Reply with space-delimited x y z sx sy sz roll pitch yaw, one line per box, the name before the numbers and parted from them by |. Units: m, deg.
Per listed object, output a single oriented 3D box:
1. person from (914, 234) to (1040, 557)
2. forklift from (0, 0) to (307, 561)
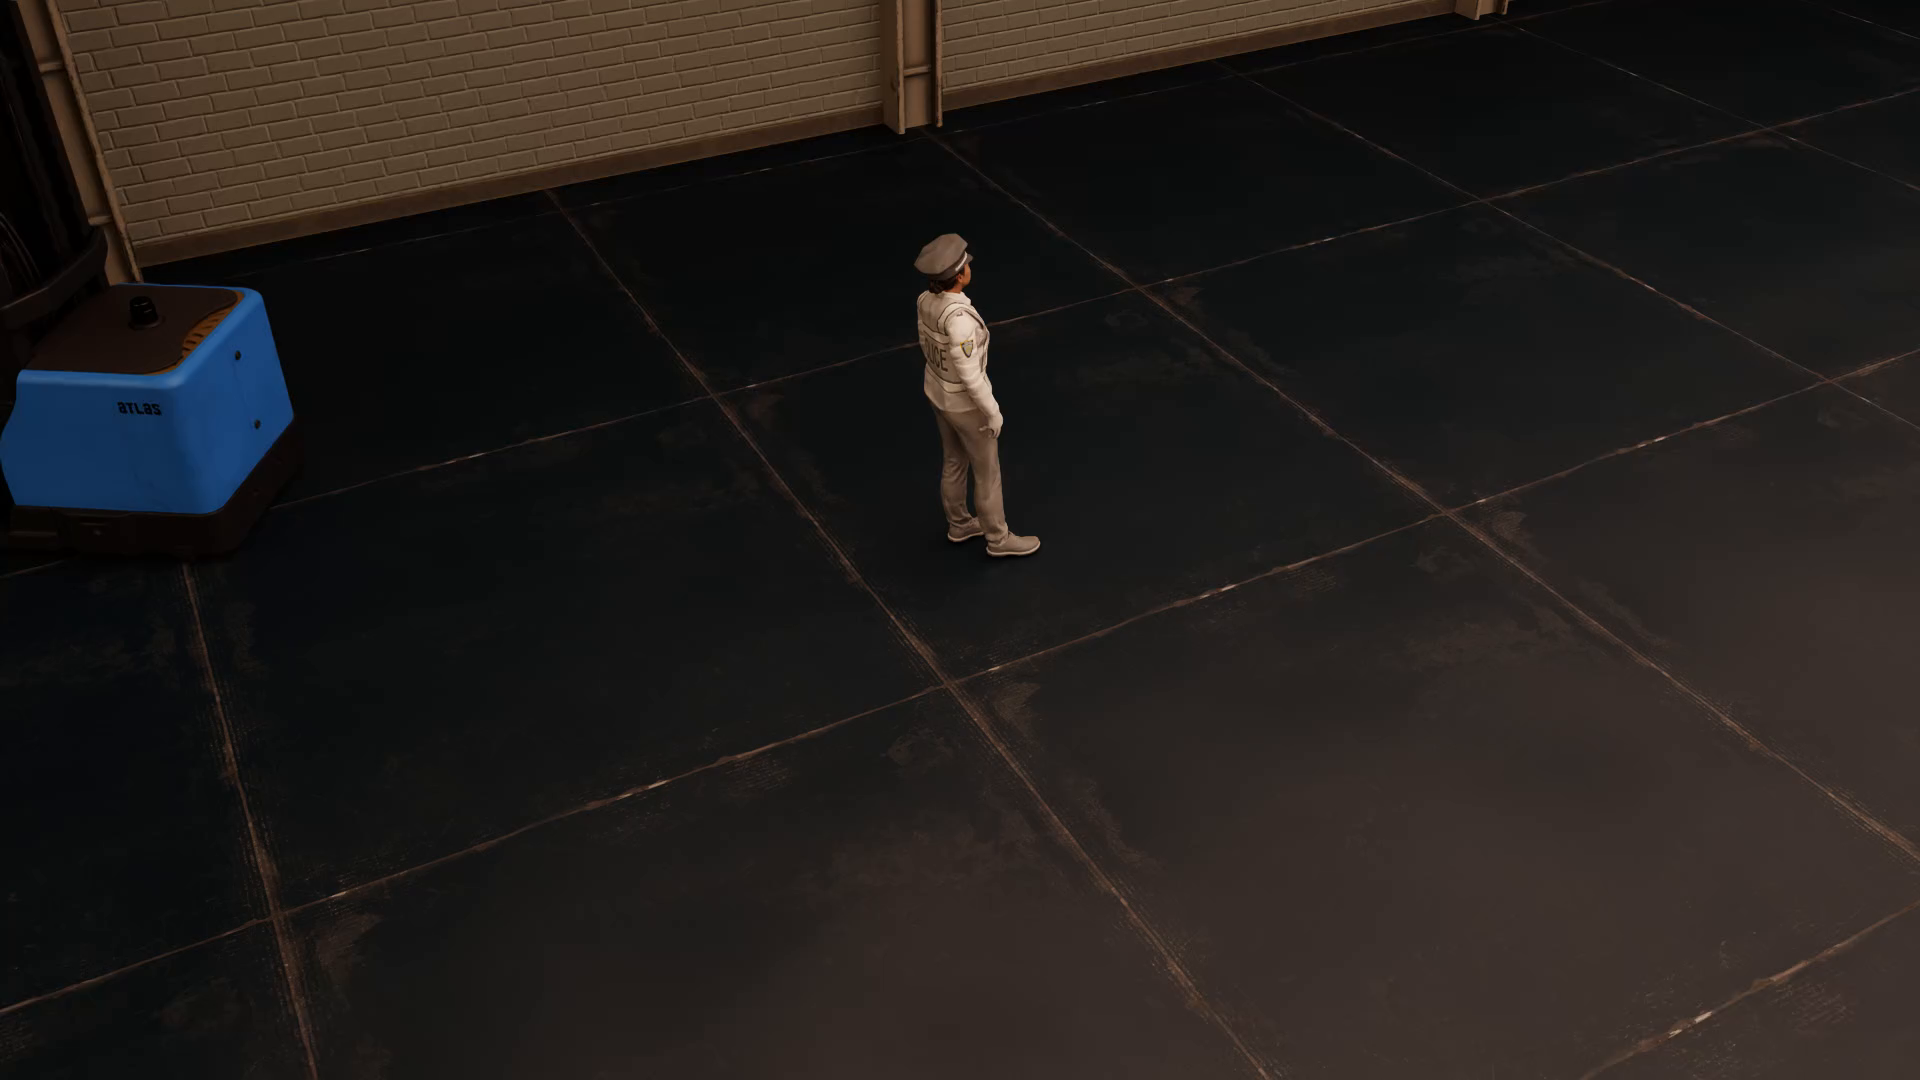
person | 0.064 -0.713 8.191 0.531 1.695 0.587 -17 39 -23
forklift | -5.161 -1.435 8.153 3.031 2.935 1.130 3 35 4
